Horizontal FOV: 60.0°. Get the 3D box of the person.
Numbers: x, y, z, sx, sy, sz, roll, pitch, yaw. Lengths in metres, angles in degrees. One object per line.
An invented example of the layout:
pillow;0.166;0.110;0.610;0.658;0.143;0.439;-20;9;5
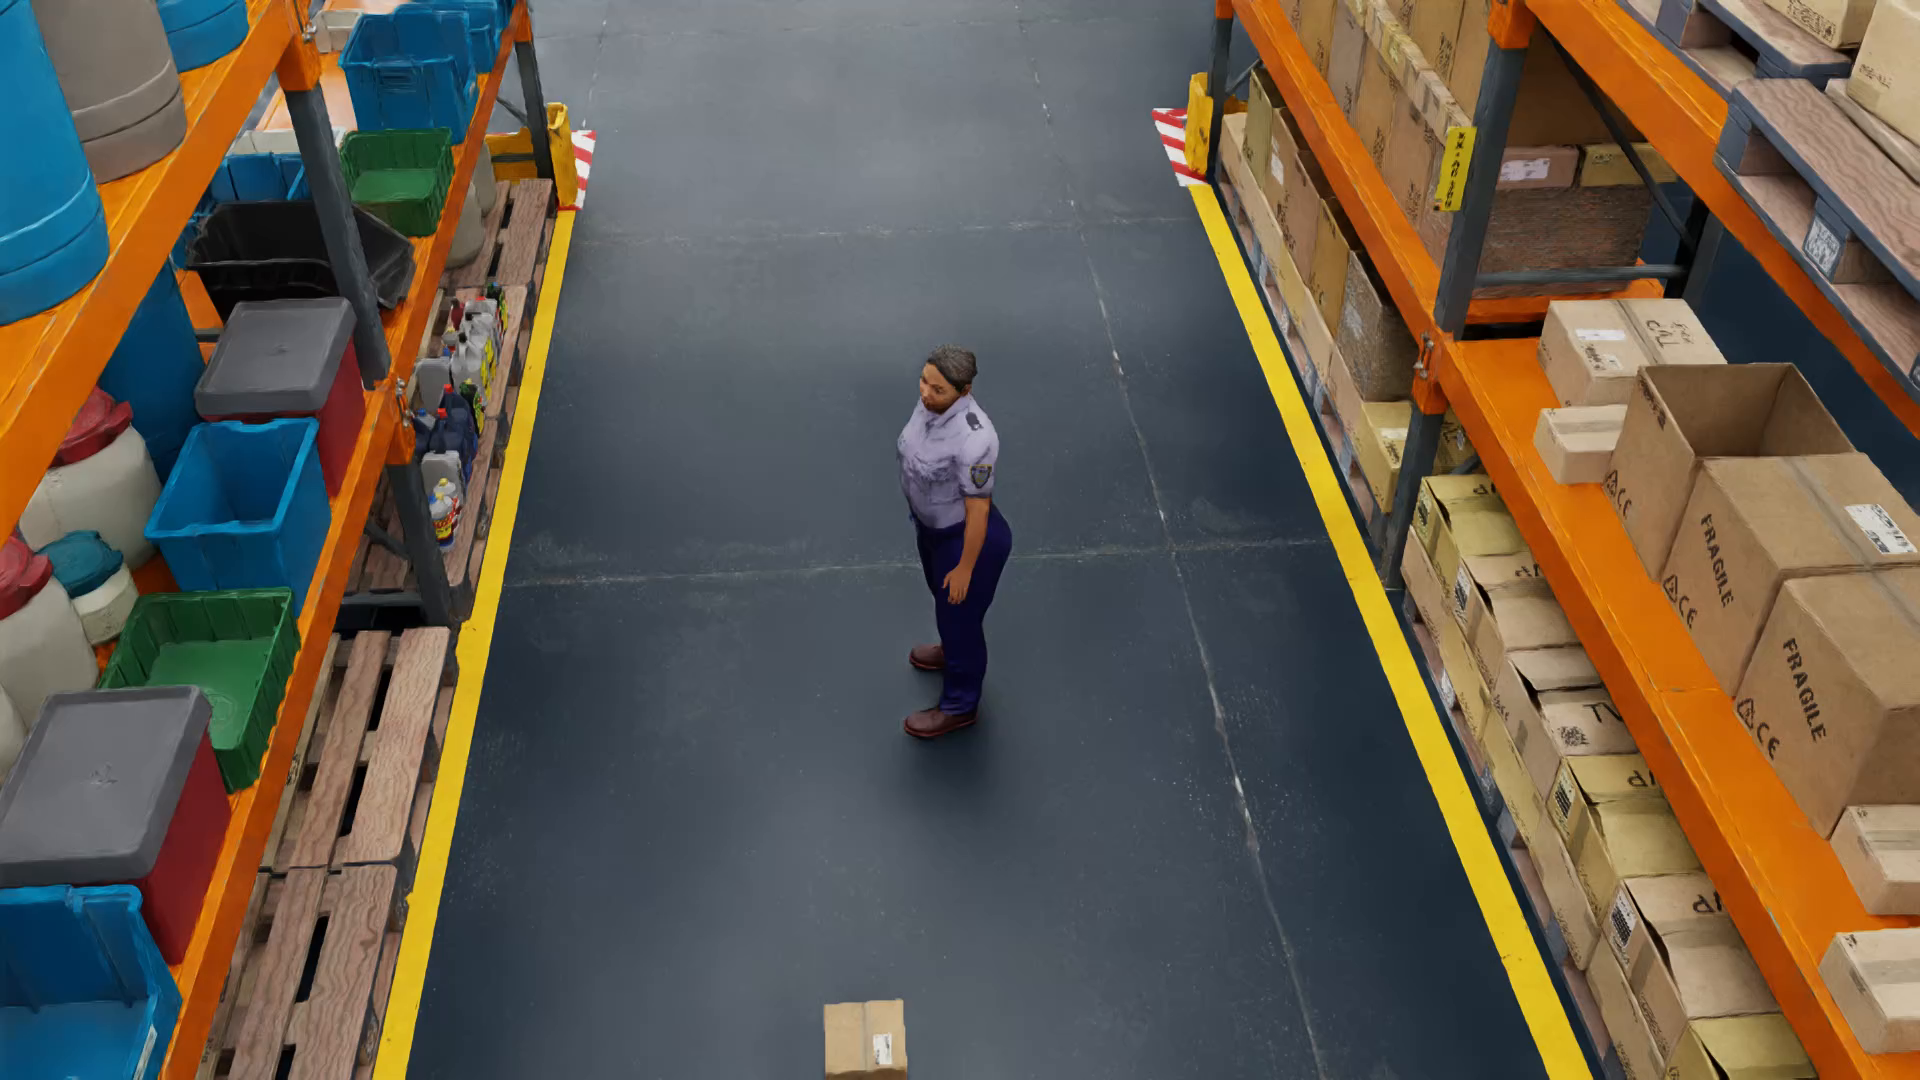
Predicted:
person;-0.069;-0.015;6.148;0.452;1.657;0.560;-14;42;-17
